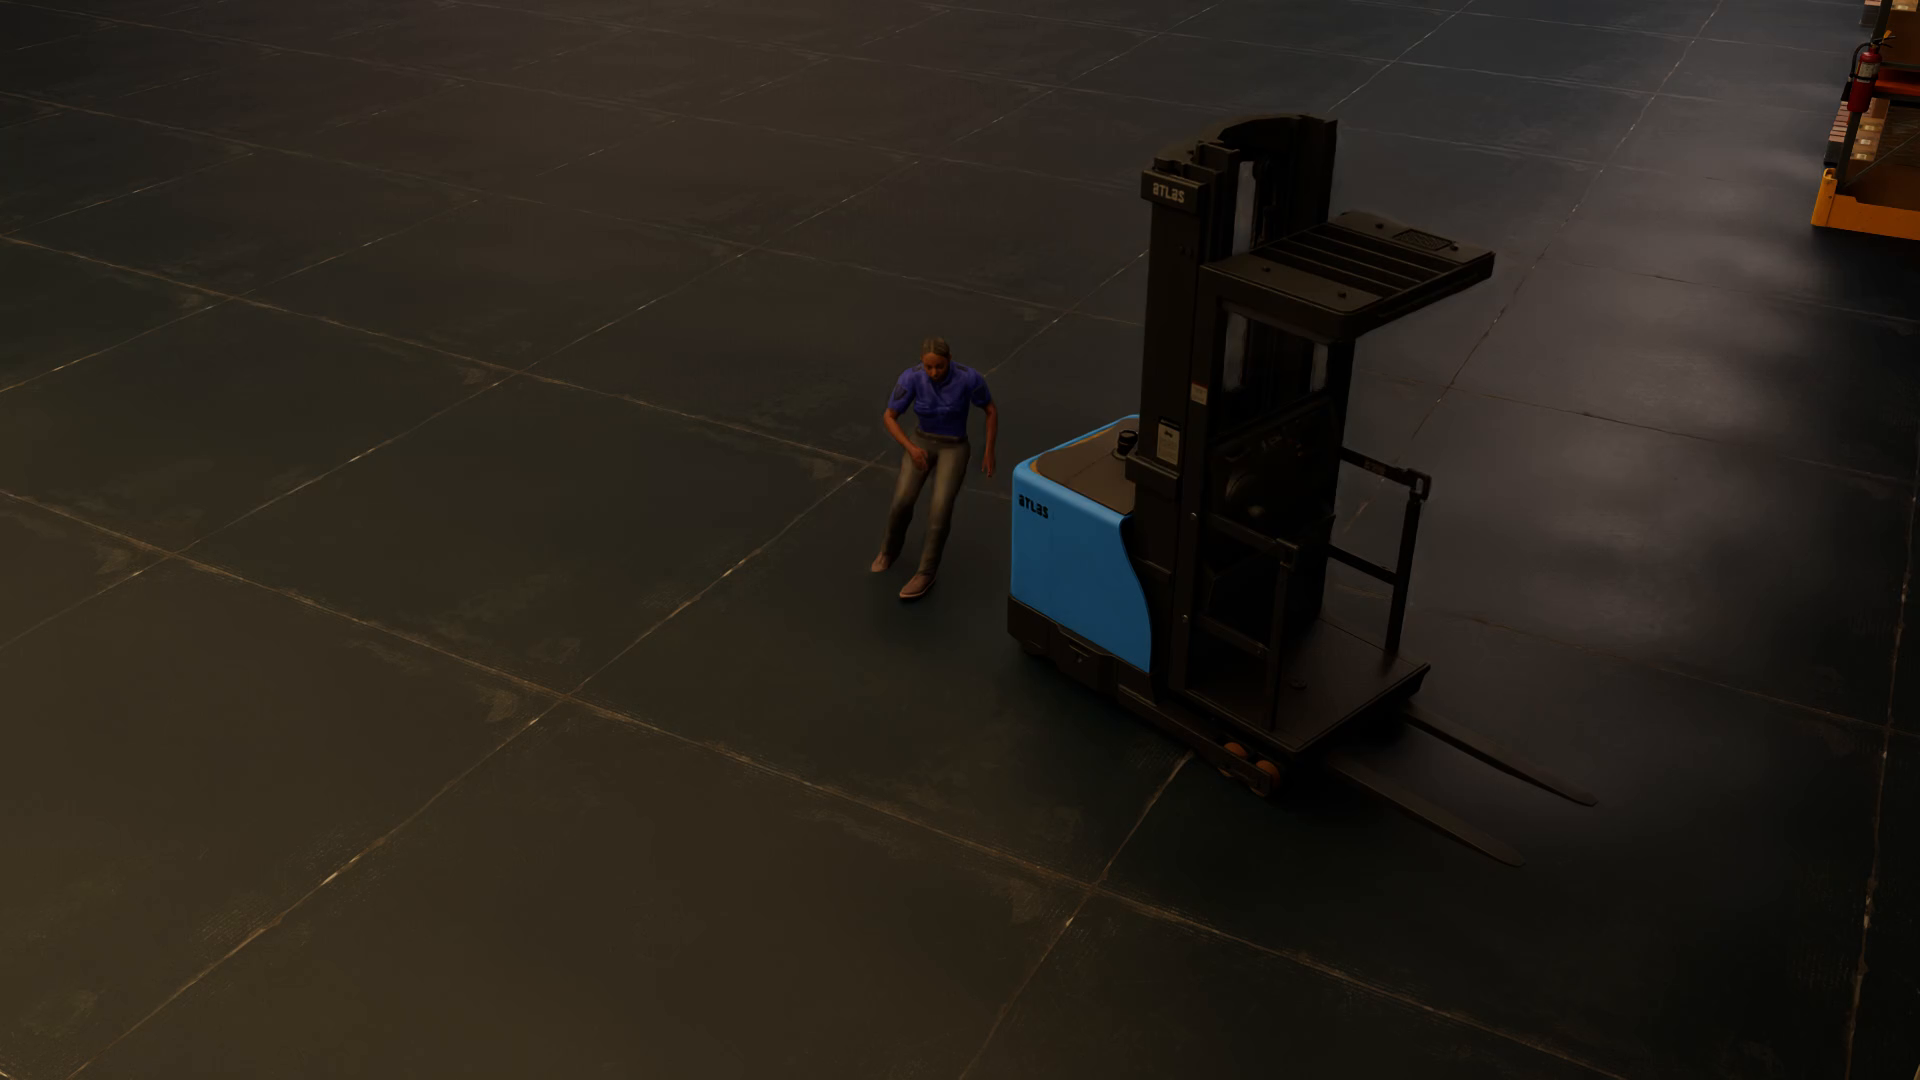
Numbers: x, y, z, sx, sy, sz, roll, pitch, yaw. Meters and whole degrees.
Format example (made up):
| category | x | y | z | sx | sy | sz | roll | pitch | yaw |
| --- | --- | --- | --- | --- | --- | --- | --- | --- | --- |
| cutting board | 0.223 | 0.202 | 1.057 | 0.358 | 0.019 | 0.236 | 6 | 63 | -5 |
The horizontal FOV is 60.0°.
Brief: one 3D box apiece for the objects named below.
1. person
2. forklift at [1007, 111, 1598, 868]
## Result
| category | x | y | z | sx | sy | sz | roll | pitch | yaw |
| --- | --- | --- | --- | --- | --- | --- | --- | --- | --- |
| person | -0.169 | -0.421 | 9.410 | 0.727 | 1.457 | 0.826 | 2 | 30 | 3 |
| forklift | 1.619 | -0.343 | 7.665 | 1.130 | 2.935 | 3.031 | -25 | 38 | -36 |
